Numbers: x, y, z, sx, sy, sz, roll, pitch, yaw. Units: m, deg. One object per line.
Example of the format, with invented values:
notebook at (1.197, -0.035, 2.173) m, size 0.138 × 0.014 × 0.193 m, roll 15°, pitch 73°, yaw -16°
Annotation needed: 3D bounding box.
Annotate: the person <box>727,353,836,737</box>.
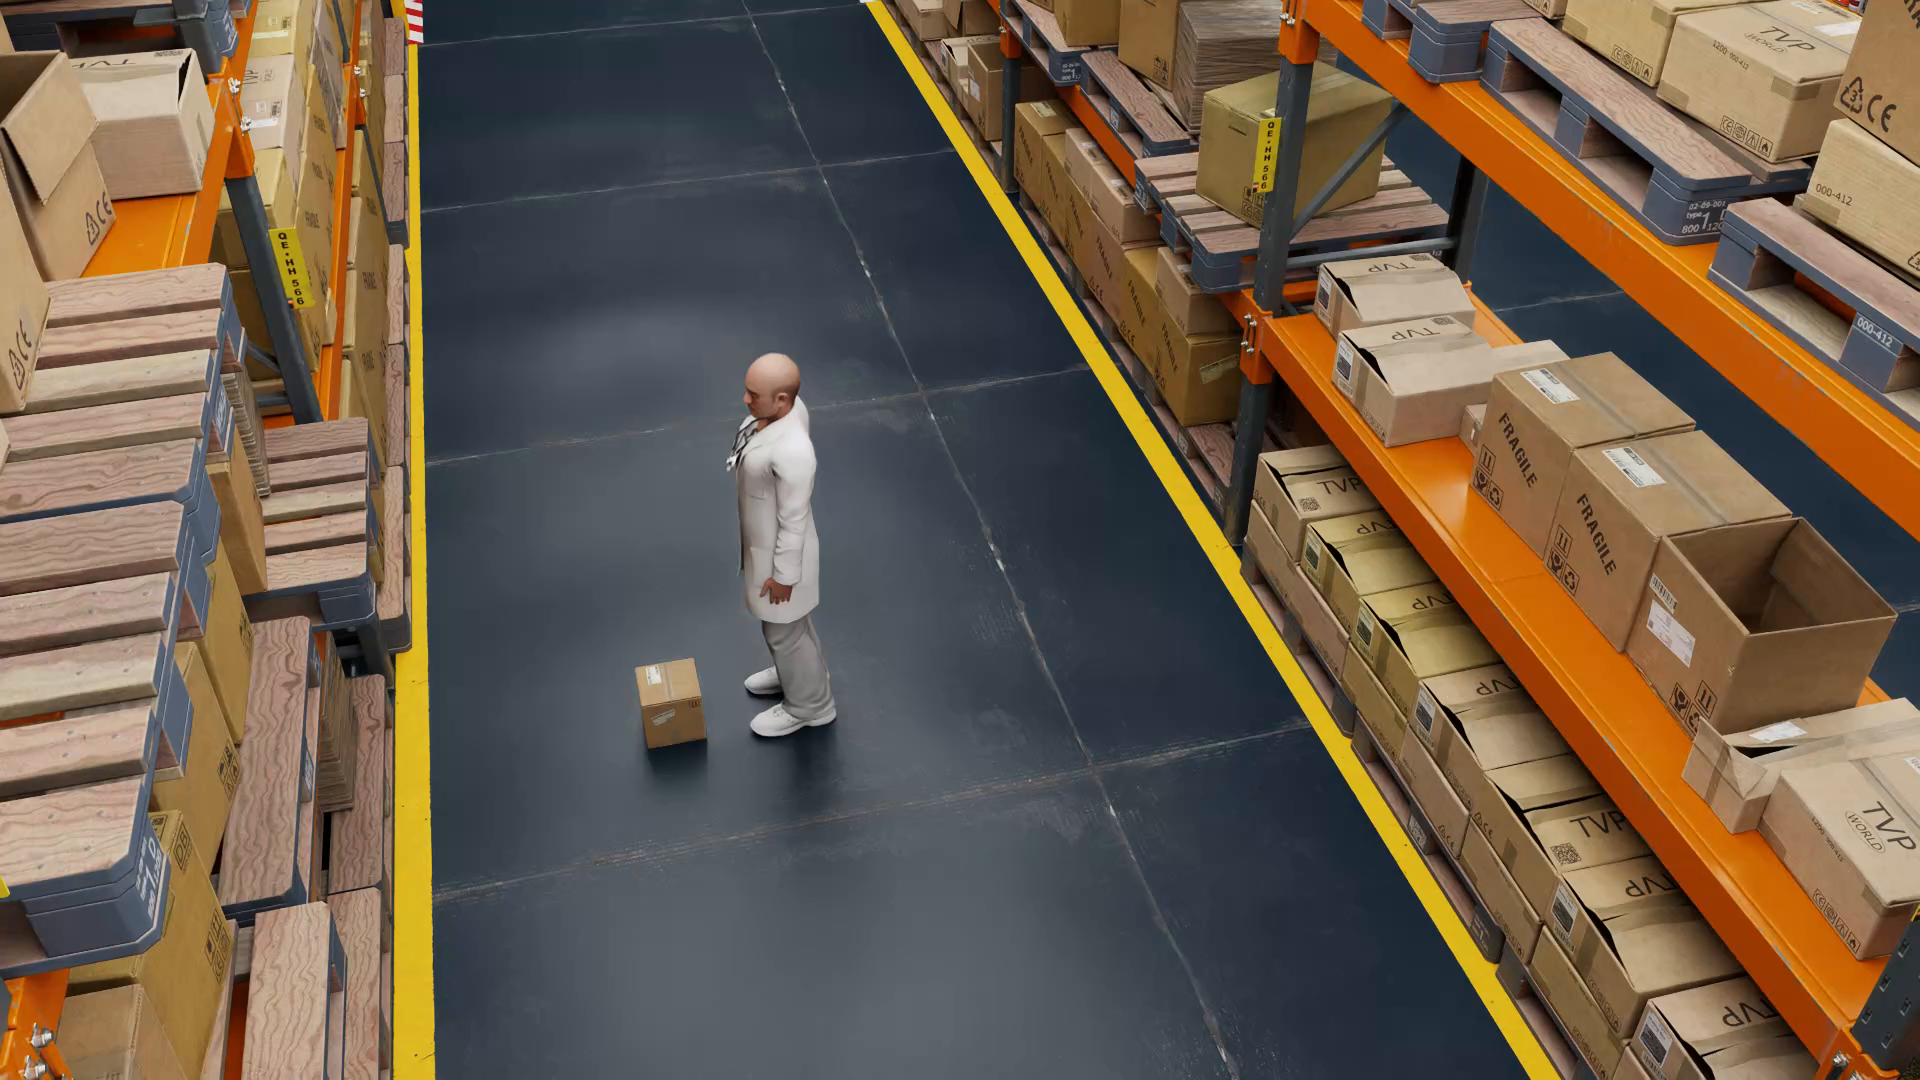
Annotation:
person at (-0.733, 0.028, 6.694) m, size 0.388 × 1.775 × 0.562 m, roll -8°, pitch 38°, yaw -11°
